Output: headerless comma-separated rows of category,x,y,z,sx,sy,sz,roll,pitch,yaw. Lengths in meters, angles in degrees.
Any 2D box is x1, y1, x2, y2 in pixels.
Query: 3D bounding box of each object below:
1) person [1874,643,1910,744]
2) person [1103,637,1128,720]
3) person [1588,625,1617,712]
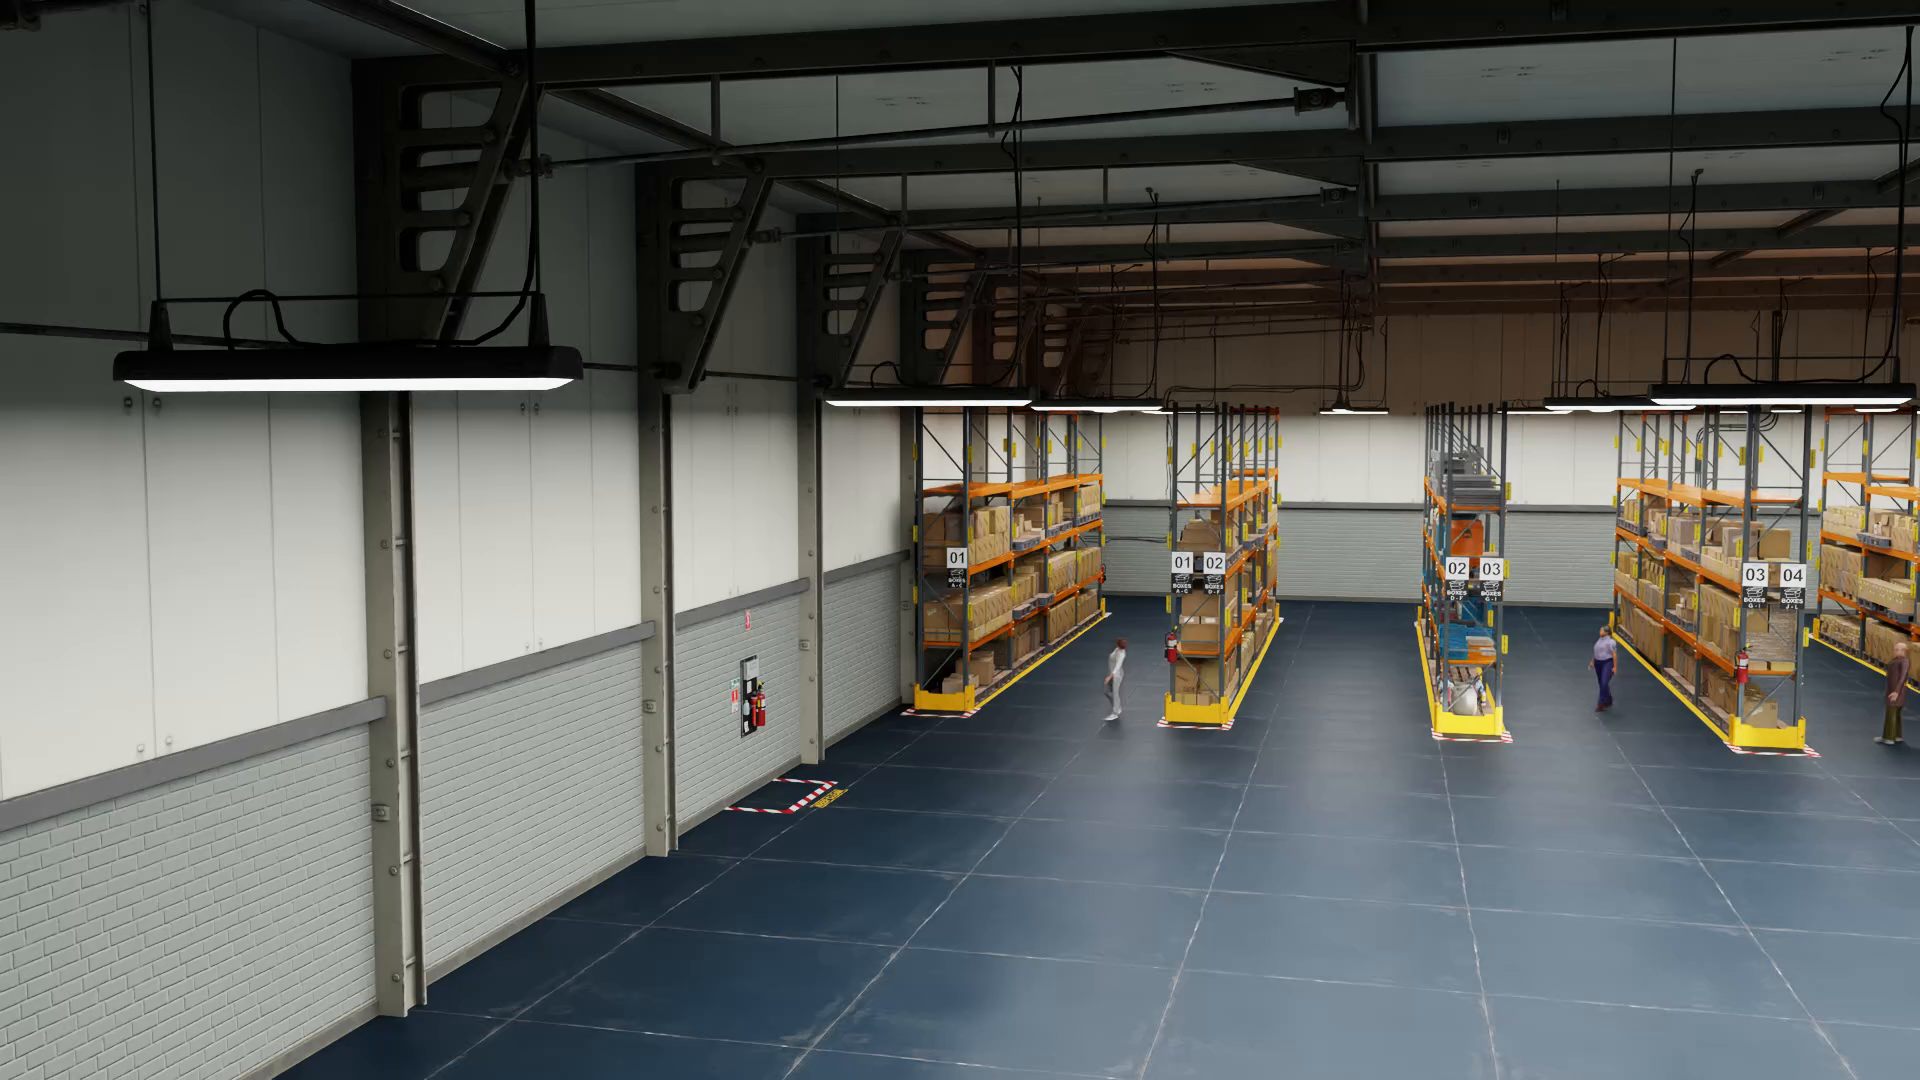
person,16.356,2.686,29.174,0.511,1.782,0.634,3,5,31
person,2.889,2.608,31.506,0.466,1.583,0.524,-1,4,-18
person,12.613,2.505,32.635,0.730,1.645,0.546,-3,5,-32
